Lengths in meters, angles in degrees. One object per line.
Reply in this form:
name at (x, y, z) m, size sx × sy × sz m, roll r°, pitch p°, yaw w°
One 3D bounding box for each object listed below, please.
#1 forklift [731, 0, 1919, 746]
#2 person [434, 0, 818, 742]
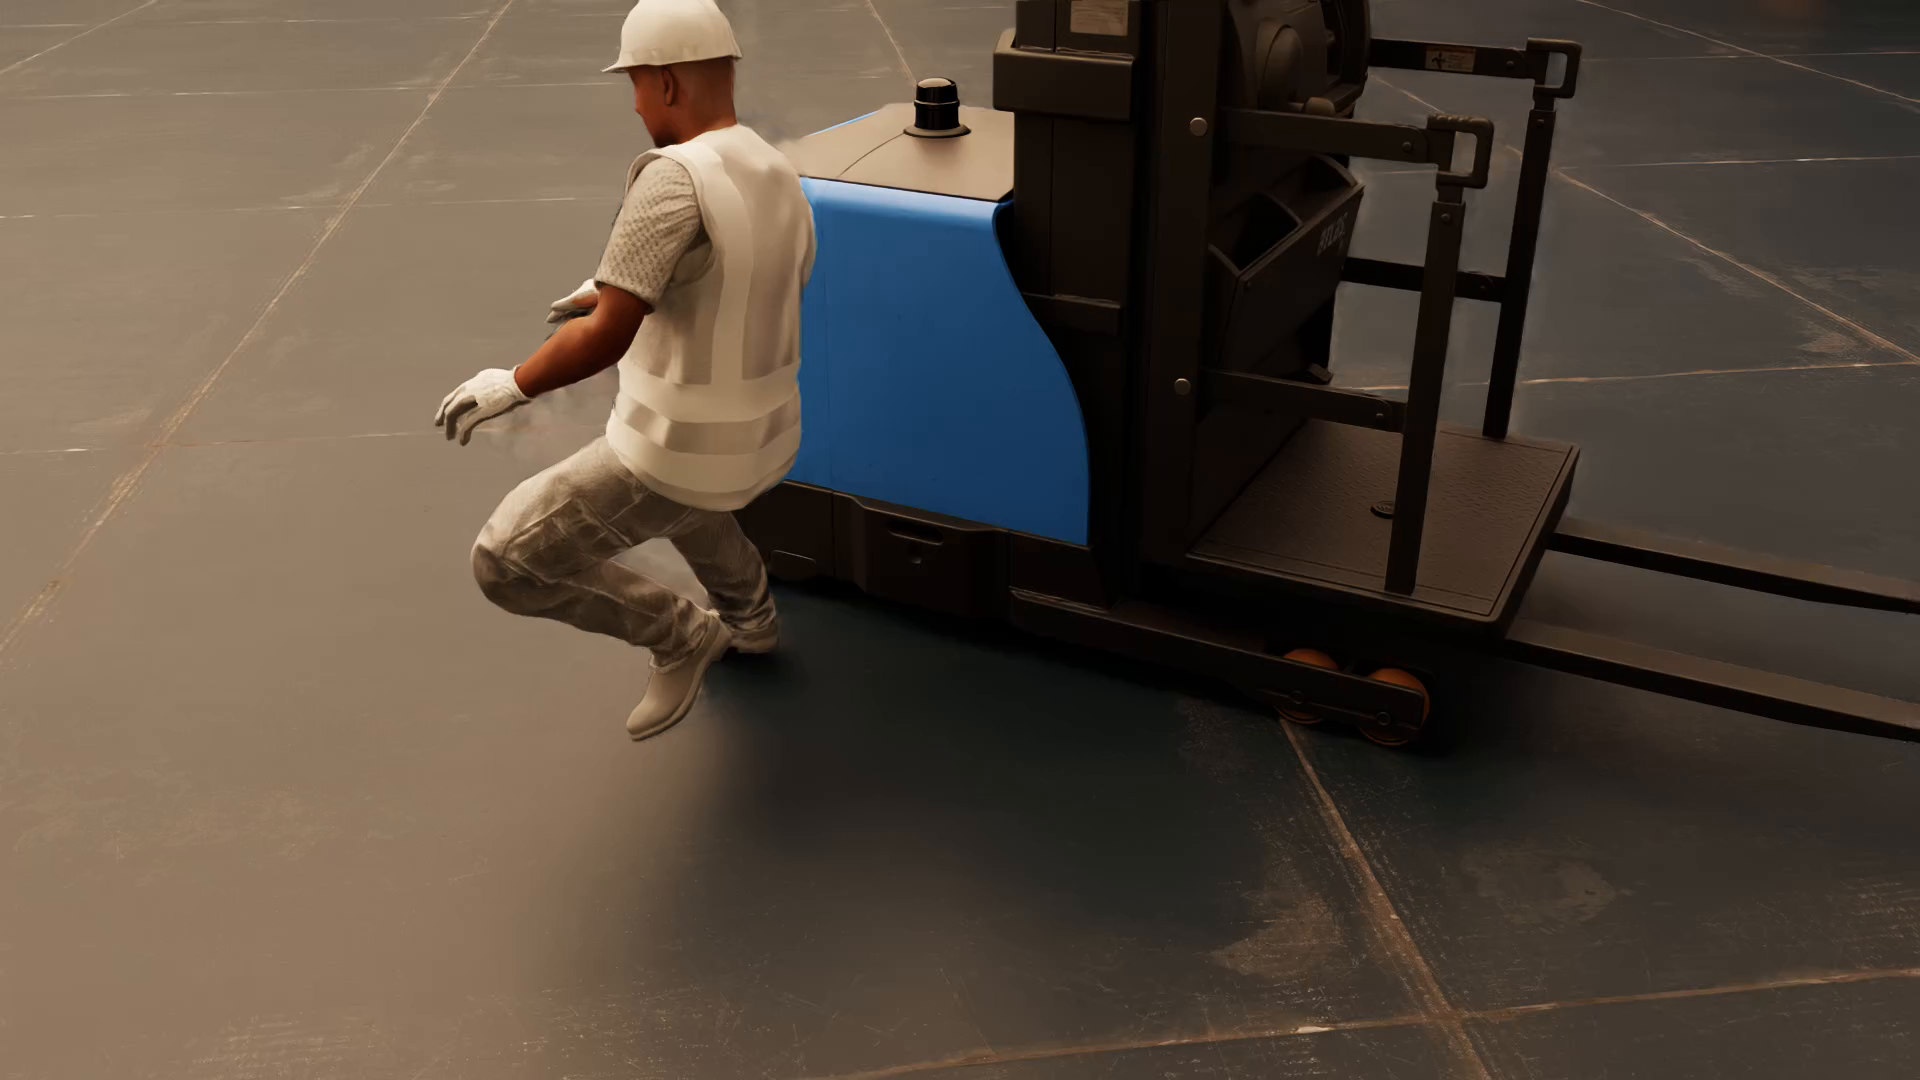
forklift at (0.932, -1.131, 3.577) m, size 3.031 × 2.935 × 1.130 m, roll 13°, pitch 29°, yaw 25°
person at (-0.675, -0.302, 3.379) m, size 0.776 × 1.568 × 0.873 m, roll 10°, pitch 27°, yaw 20°
